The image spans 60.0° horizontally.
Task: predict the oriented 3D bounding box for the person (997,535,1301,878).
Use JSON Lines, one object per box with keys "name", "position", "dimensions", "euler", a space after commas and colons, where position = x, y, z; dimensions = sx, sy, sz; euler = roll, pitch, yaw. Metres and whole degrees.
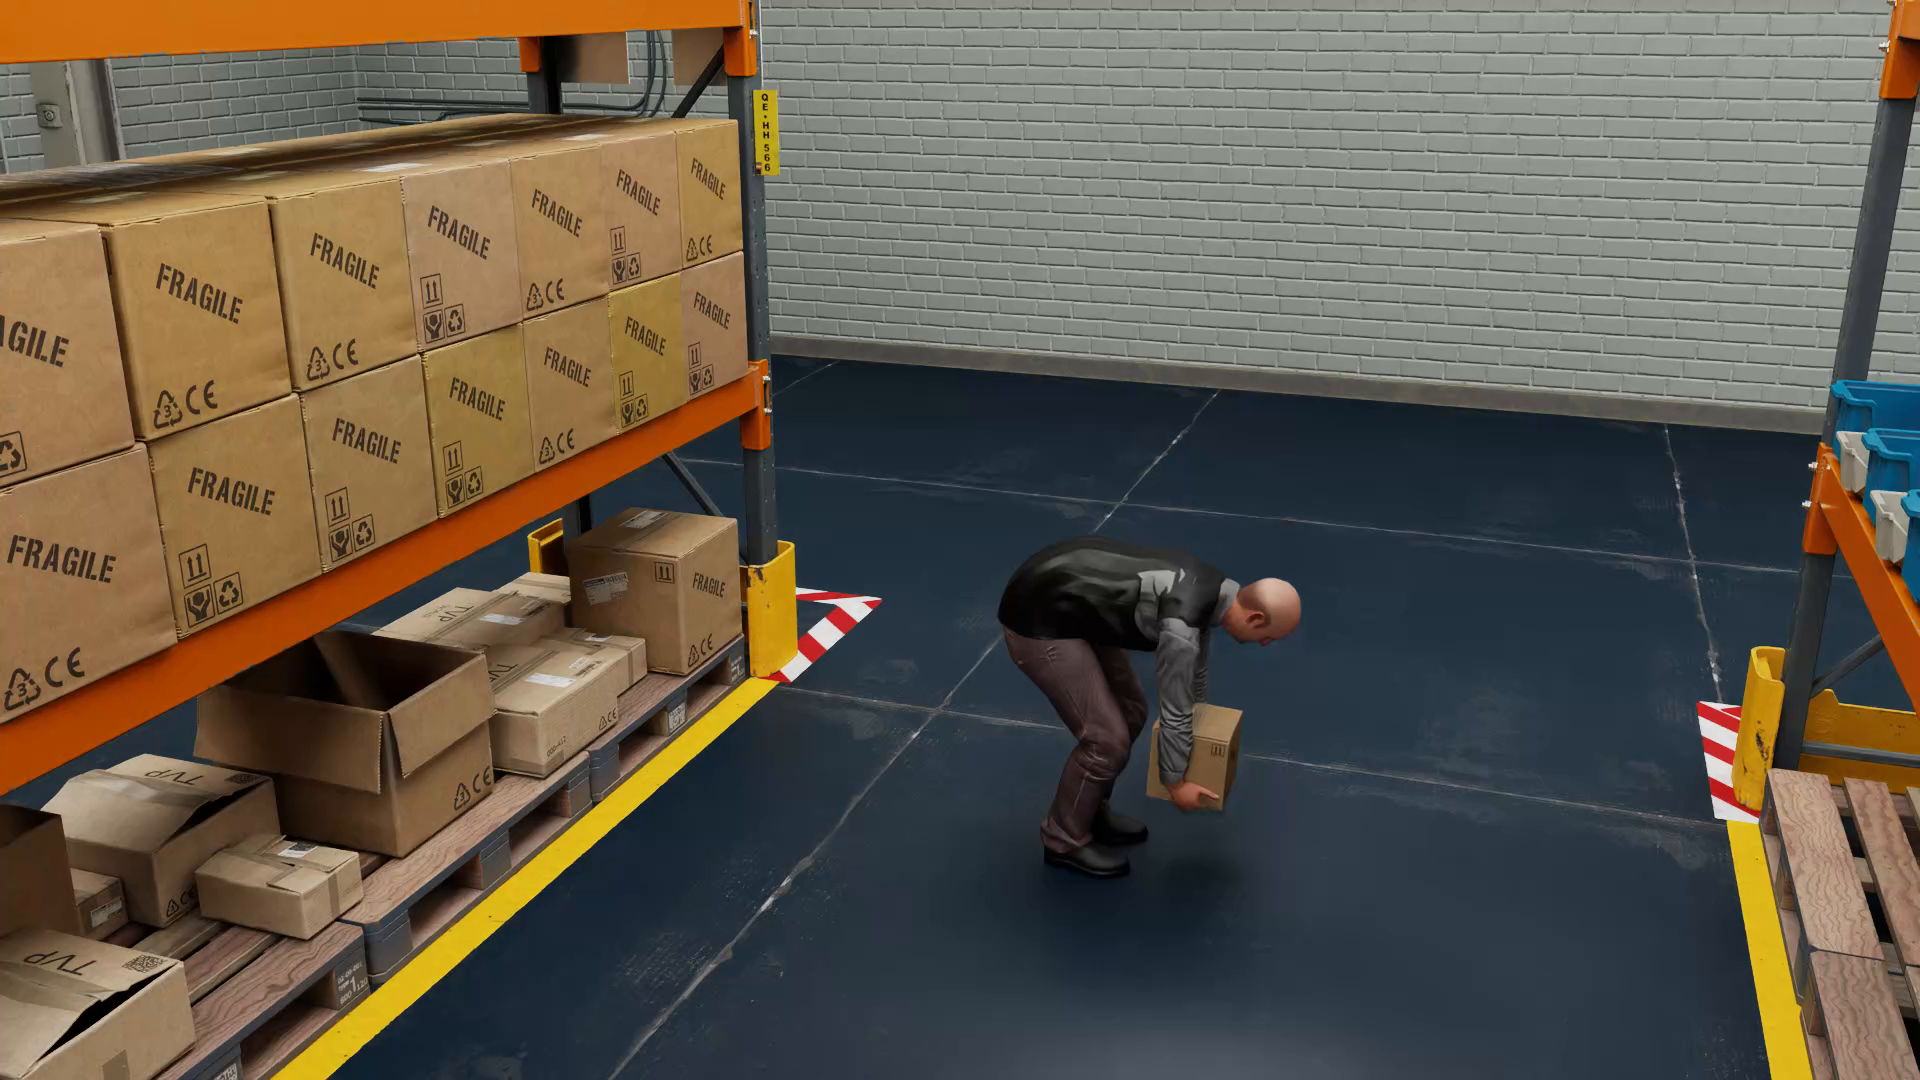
{"name": "person", "position": [0.606, 0.542, 5.446], "dimensions": [0.960, 1.110, 0.462], "euler": [6, 19, 16]}
